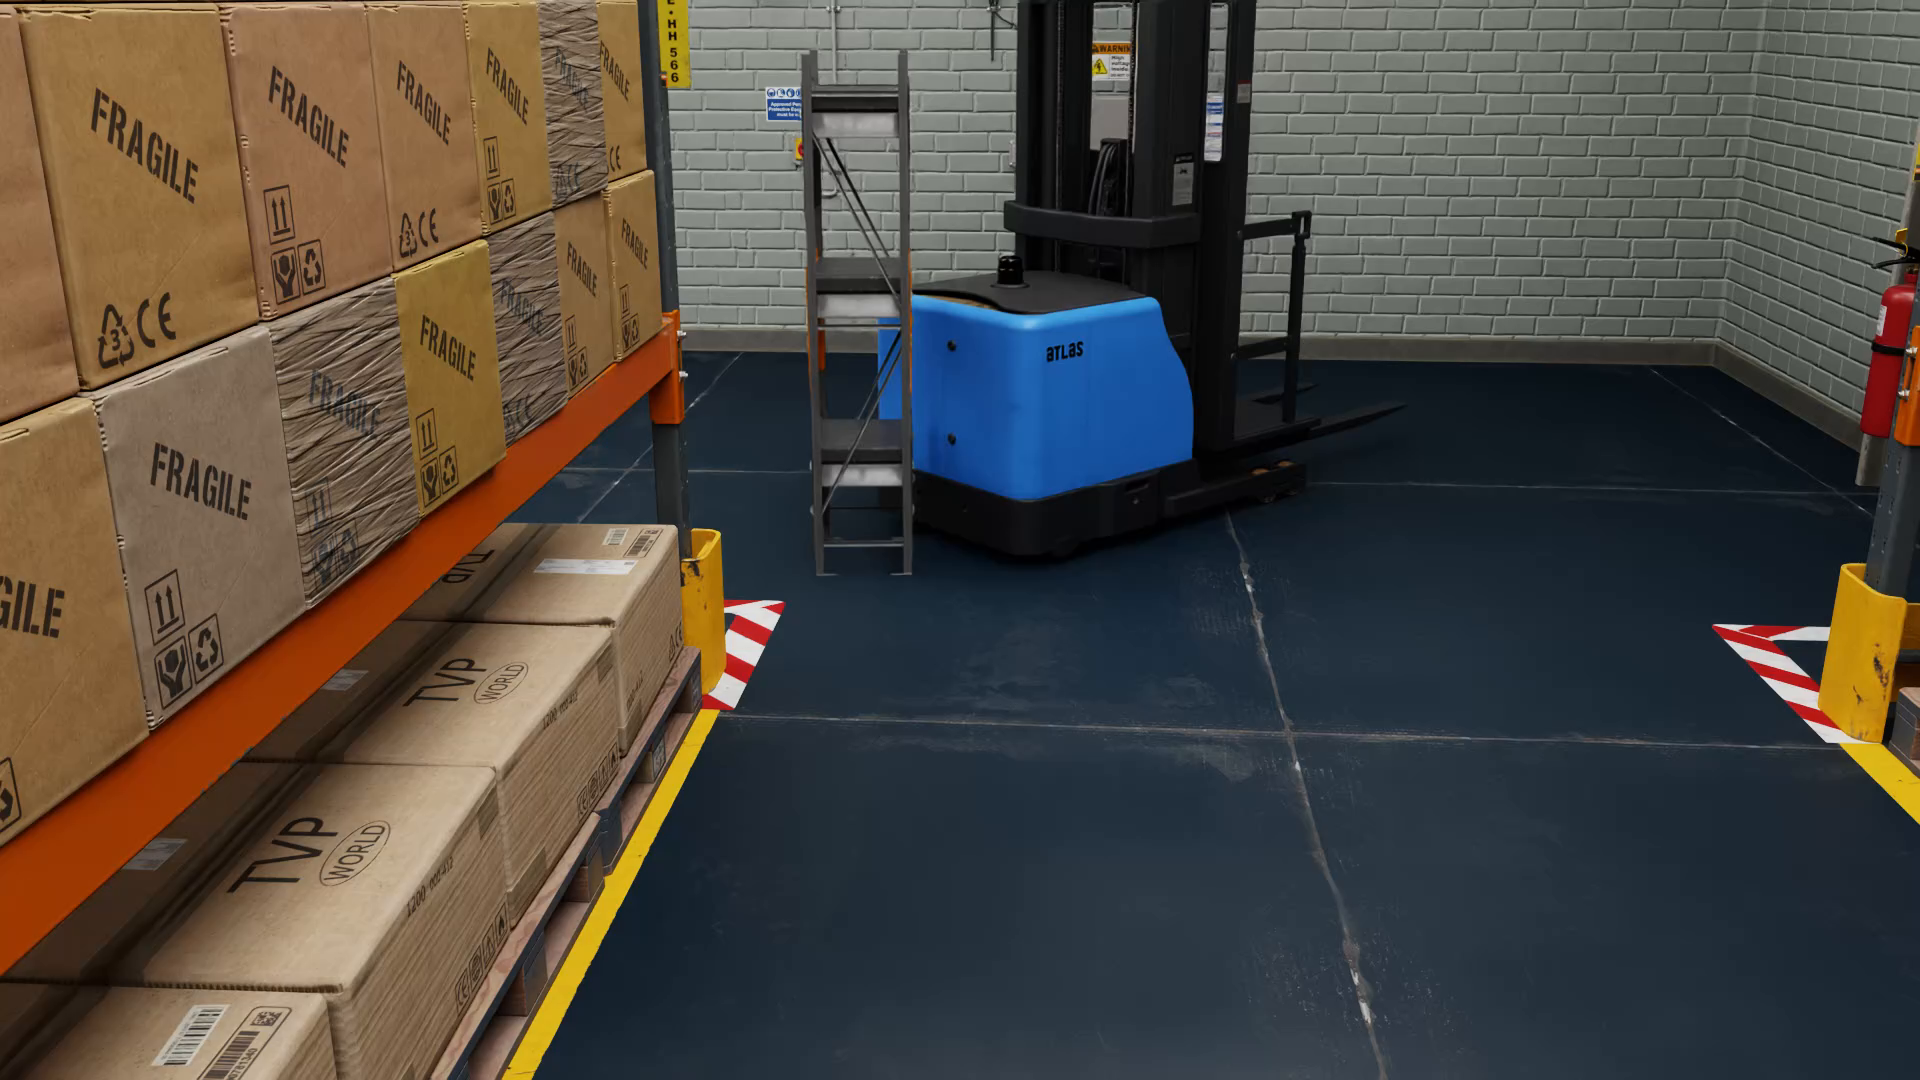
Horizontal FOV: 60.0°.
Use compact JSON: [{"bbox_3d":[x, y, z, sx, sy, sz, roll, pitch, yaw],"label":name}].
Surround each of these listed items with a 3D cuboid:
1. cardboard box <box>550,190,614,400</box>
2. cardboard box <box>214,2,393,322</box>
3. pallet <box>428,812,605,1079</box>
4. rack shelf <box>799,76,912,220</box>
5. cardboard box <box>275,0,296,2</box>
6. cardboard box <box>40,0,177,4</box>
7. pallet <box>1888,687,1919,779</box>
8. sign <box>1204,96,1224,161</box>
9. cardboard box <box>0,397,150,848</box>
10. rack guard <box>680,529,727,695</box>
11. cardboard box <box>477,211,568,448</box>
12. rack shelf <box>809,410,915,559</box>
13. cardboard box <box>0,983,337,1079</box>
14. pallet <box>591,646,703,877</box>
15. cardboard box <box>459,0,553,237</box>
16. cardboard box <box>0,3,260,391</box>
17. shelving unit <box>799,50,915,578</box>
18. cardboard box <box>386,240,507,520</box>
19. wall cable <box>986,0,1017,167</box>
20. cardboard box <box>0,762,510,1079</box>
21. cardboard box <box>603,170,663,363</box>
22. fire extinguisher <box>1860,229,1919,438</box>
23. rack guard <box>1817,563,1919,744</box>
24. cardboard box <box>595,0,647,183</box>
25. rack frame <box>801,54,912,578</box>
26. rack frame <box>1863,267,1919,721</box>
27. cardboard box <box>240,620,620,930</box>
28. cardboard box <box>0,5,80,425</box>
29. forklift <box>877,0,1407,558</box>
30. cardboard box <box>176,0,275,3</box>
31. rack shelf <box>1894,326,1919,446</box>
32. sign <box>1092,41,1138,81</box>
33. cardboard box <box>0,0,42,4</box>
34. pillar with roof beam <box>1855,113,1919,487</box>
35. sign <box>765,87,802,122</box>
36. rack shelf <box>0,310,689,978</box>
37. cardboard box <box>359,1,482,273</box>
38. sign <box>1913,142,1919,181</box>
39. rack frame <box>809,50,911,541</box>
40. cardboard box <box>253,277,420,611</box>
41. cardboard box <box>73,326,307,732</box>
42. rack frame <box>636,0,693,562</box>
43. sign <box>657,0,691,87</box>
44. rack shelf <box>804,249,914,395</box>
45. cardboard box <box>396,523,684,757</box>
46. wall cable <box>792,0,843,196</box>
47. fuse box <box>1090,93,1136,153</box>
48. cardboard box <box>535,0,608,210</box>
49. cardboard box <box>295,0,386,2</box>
[{"bbox_3d":[-1.261,-0.676,4.509,0.500,0.500,0.500,1,18,3],"label":"cardboard box"},{"bbox_3d":[-1.360,-0.678,2.910,0.500,0.500,0.500,2,18,5],"label":"cardboard box"},{"bbox_3d":[-1.509,1.013,3.992,1.003,0.211,1.213,1,18,4],"label":"pallet"},{"bbox_3d":[-0.407,-1.572,6.644,0.431,0.518,0.480,0,18,-1],"label":"rack shelf"},{"bbox_3d":[-1.403,-1.019,2.906,0.380,0.149,0.250,1,18,4],"label":"cardboard box"},{"bbox_3d":[-1.387,-0.857,2.413,0.380,0.149,0.250,1,18,4],"label":"cardboard box"},{"bbox_3d":[3.450,0.766,4.746,1.003,0.211,1.213,1,18,4],"label":"pallet"},{"bbox_3d":[1.534,-2.608,10.717,0.329,0.494,0.001,1,18,4],"label":"sign"},{"bbox_3d":[-1.431,0.115,2.094,0.500,0.500,0.500,2,18,6],"label":"cardboard box"},{"bbox_3d":[-1.438,0.240,5.886,1.175,0.500,0.348,1,18,4],"label":"rack guard"},{"bbox_3d":[-1.288,-0.516,4.021,0.500,0.500,0.500,2,18,6],"label":"cardboard box"},{"bbox_3d":[-0.407,-0.241,7.080,0.431,0.518,0.480,0,18,-1],"label":"rack shelf"},{"bbox_3d":[-1.574,1.128,2.604,0.875,0.438,0.875,1,18,3],"label":"cardboard box"},{"bbox_3d":[-1.419,0.635,5.145,1.003,0.211,1.213,1,18,4],"label":"pallet"},{"bbox_3d":[-1.283,-0.991,3.864,0.500,0.500,0.500,1,18,4],"label":"cardboard box"},{"bbox_3d":[-1.408,-0.520,2.425,0.500,0.500,0.500,1,18,3],"label":"cardboard box"},{"bbox_3d":[-0.407,-0.920,6.857,0.431,2.100,0.503,0,18,-1],"label":"shelving unit"},{"bbox_3d":[-1.312,-0.356,3.530,0.500,0.500,0.500,2,18,6],"label":"cardboard box"},{"bbox_3d":[0.357,-3.147,10.577,0.588,1.984,0.122,1,18,4],"label":"wall cable"},{"bbox_3d":[-1.511,0.850,3.453,0.875,0.438,0.875,1,18,2],"label":"cardboard box"},{"bbox_3d":[-1.210,-0.832,4.984,0.500,0.500,0.500,1,18,4],"label":"cardboard box"},{"bbox_3d":[3.061,-0.672,5.381,0.296,0.674,0.183,1,18,4],"label":"fire extinguisher"},{"bbox_3d":[3.506,0.381,5.457,1.175,0.500,0.348,1,18,4],"label":"rack guard"},{"bbox_3d":[-1.237,-1.308,4.830,0.500,0.500,0.500,2,18,6],"label":"cardboard box"},{"bbox_3d":[-0.401,-0.844,6.626,0.400,2.100,0.015,0,18,-1],"label":"rack frame"},{"bbox_3d":[3.512,-0.830,5.140,1.000,3.000,0.127,1,18,4],"label":"rack frame"},{"bbox_3d":[-1.444,0.570,4.308,0.875,0.438,0.875,2,18,5],"label":"cardboard box"},{"bbox_3d":[-1.450,-0.363,1.947,0.500,0.500,0.500,1,18,4],"label":"cardboard box"},{"bbox_3d":[1.054,-1.678,7.838,3.031,2.935,1.130,-15,24,-39],"label":"forklift"},{"bbox_3d":[-1.339,-0.939,2.663,0.380,0.149,0.250,1,18,2],"label":"cardboard box"},{"bbox_3d":[3.368,0.133,3.356,1.077,0.370,4.000,1,18,4],"label":"rack shelf"},{"bbox_3d":[0.986,-3.058,10.611,0.339,0.242,0.001,1,18,4],"label":"sign"},{"bbox_3d":[-1.466,-0.781,2.182,0.380,0.149,0.250,1,18,3],"label":"cardboard box"},{"bbox_3d":[0.310,-4.595,6.993,9.100,9.000,0.400,1,18,4],"label":"pillar with roof beam"},{"bbox_3d":[-1.102,-2.840,10.840,0.327,0.218,0.001,1,18,4],"label":"sign"},{"bbox_3d":[-1.583,0.023,3.691,1.077,0.370,4.000,1,18,4],"label":"rack shelf"},{"bbox_3d":[-1.321,-0.835,3.388,0.500,0.500,0.500,1,18,4],"label":"cardboard box"},{"bbox_3d":[2.970,-1.254,5.042,0.100,0.325,0.005,1,18,4],"label":"sign"},{"bbox_3d":[-0.413,-0.996,7.089,0.400,2.100,0.015,0,18,-1],"label":"rack frame"},{"bbox_3d":[-1.349,-0.196,3.042,0.500,0.500,0.500,1,18,4],"label":"cardboard box"},{"bbox_3d":[-1.391,-0.041,2.571,0.500,0.500,0.500,1,18,4],"label":"cardboard box"},{"bbox_3d":[-1.439,-0.940,5.474,1.000,3.000,0.127,1,18,4],"label":"rack frame"},{"bbox_3d":[-0.899,-1.586,5.207,0.100,0.325,0.005,1,18,4],"label":"sign"},{"bbox_3d":[-0.407,-0.907,6.862,0.431,0.518,0.480,0,18,-1],"label":"rack shelf"},{"bbox_3d":[-1.387,0.285,5.176,0.875,0.438,0.875,1,18,2],"label":"cardboard box"},{"bbox_3d":[-1.059,-3.189,10.658,0.585,1.953,0.123,1,18,4],"label":"wall cable"},{"bbox_3d":[1.026,-1.987,10.740,0.539,1.711,0.414,1,18,4],"label":"fuse box"},{"bbox_3d":[-1.245,-1.145,4.333,0.500,0.500,0.500,1,18,4],"label":"cardboard box"},{"bbox_3d":[-1.317,-1.093,3.135,0.380,0.149,0.250,1,18,4],"label":"cardboard box"}]
